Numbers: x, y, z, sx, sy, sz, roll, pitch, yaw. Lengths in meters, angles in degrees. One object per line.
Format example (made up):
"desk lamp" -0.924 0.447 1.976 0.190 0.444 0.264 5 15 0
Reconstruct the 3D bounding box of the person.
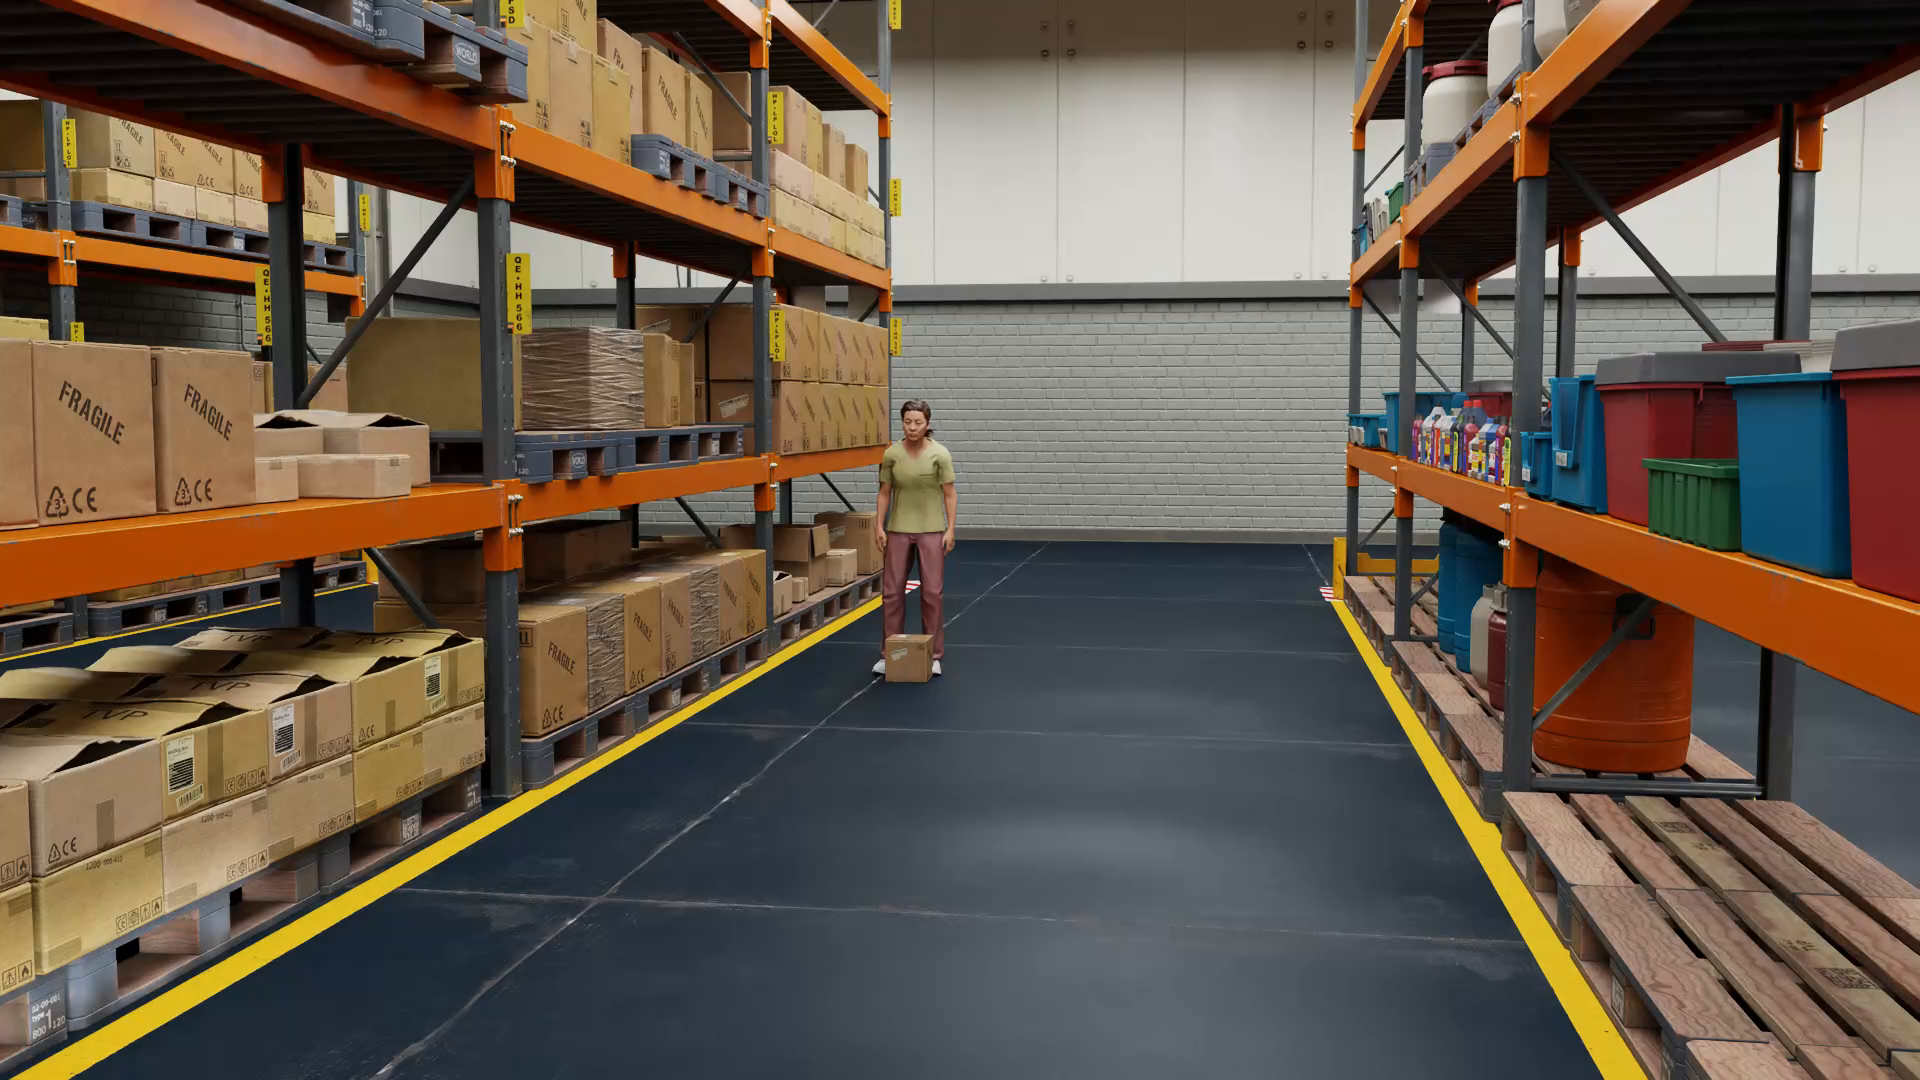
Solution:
"person" -0.272 -0.022 10.136 0.499 1.673 0.357 1 5 10
